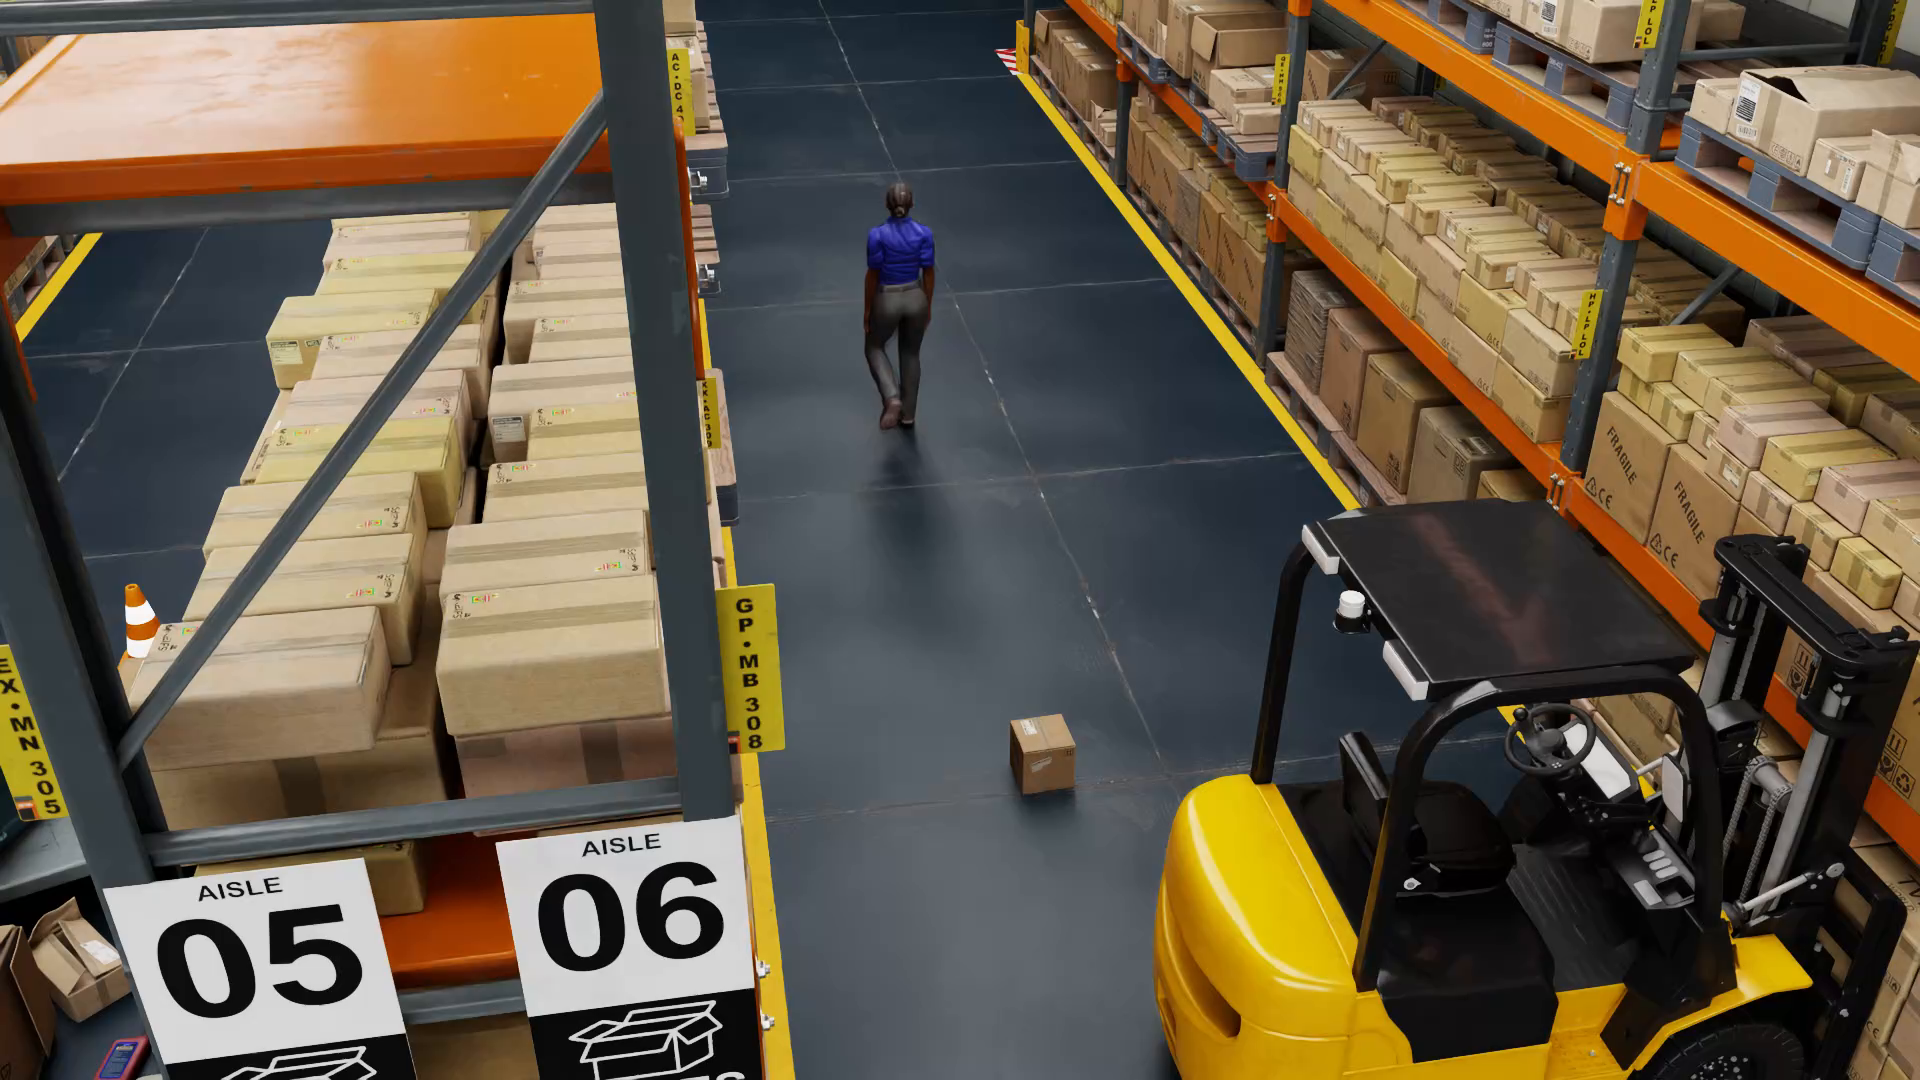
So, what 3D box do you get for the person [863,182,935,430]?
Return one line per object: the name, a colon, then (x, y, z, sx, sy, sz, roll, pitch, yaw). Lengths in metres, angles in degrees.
person: (-0.386, -1.471, 10.544, 0.465, 1.646, 0.499, -8, 32, -12)
